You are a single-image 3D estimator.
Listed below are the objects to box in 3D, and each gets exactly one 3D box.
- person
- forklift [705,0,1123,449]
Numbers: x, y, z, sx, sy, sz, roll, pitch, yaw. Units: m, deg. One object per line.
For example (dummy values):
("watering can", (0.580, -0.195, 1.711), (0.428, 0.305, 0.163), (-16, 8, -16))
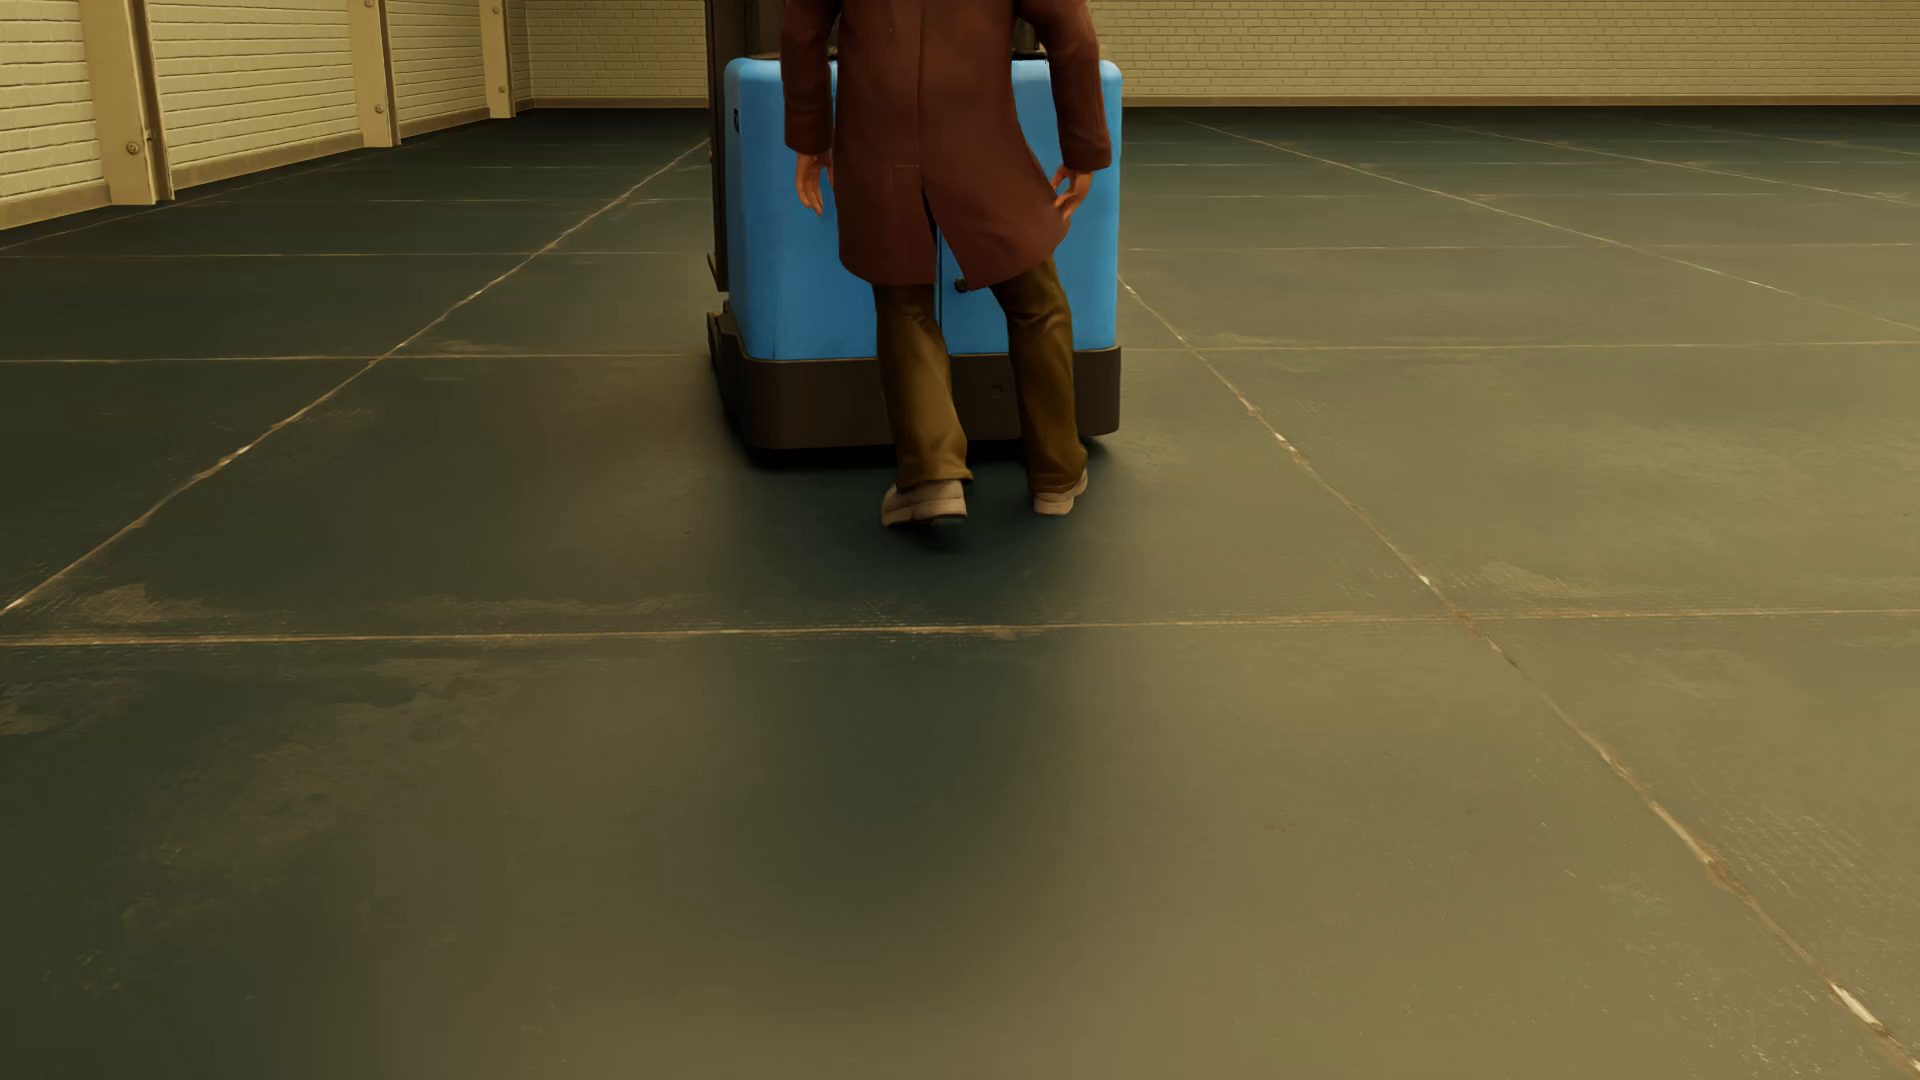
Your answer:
("person", (-0.021, -0.895, 3.910), (0.758, 1.735, 0.690), (2, 17, 6))
("forklift", (-0.326, -2.034, 5.556), (1.130, 2.935, 3.031), (-3, 17, -10))
